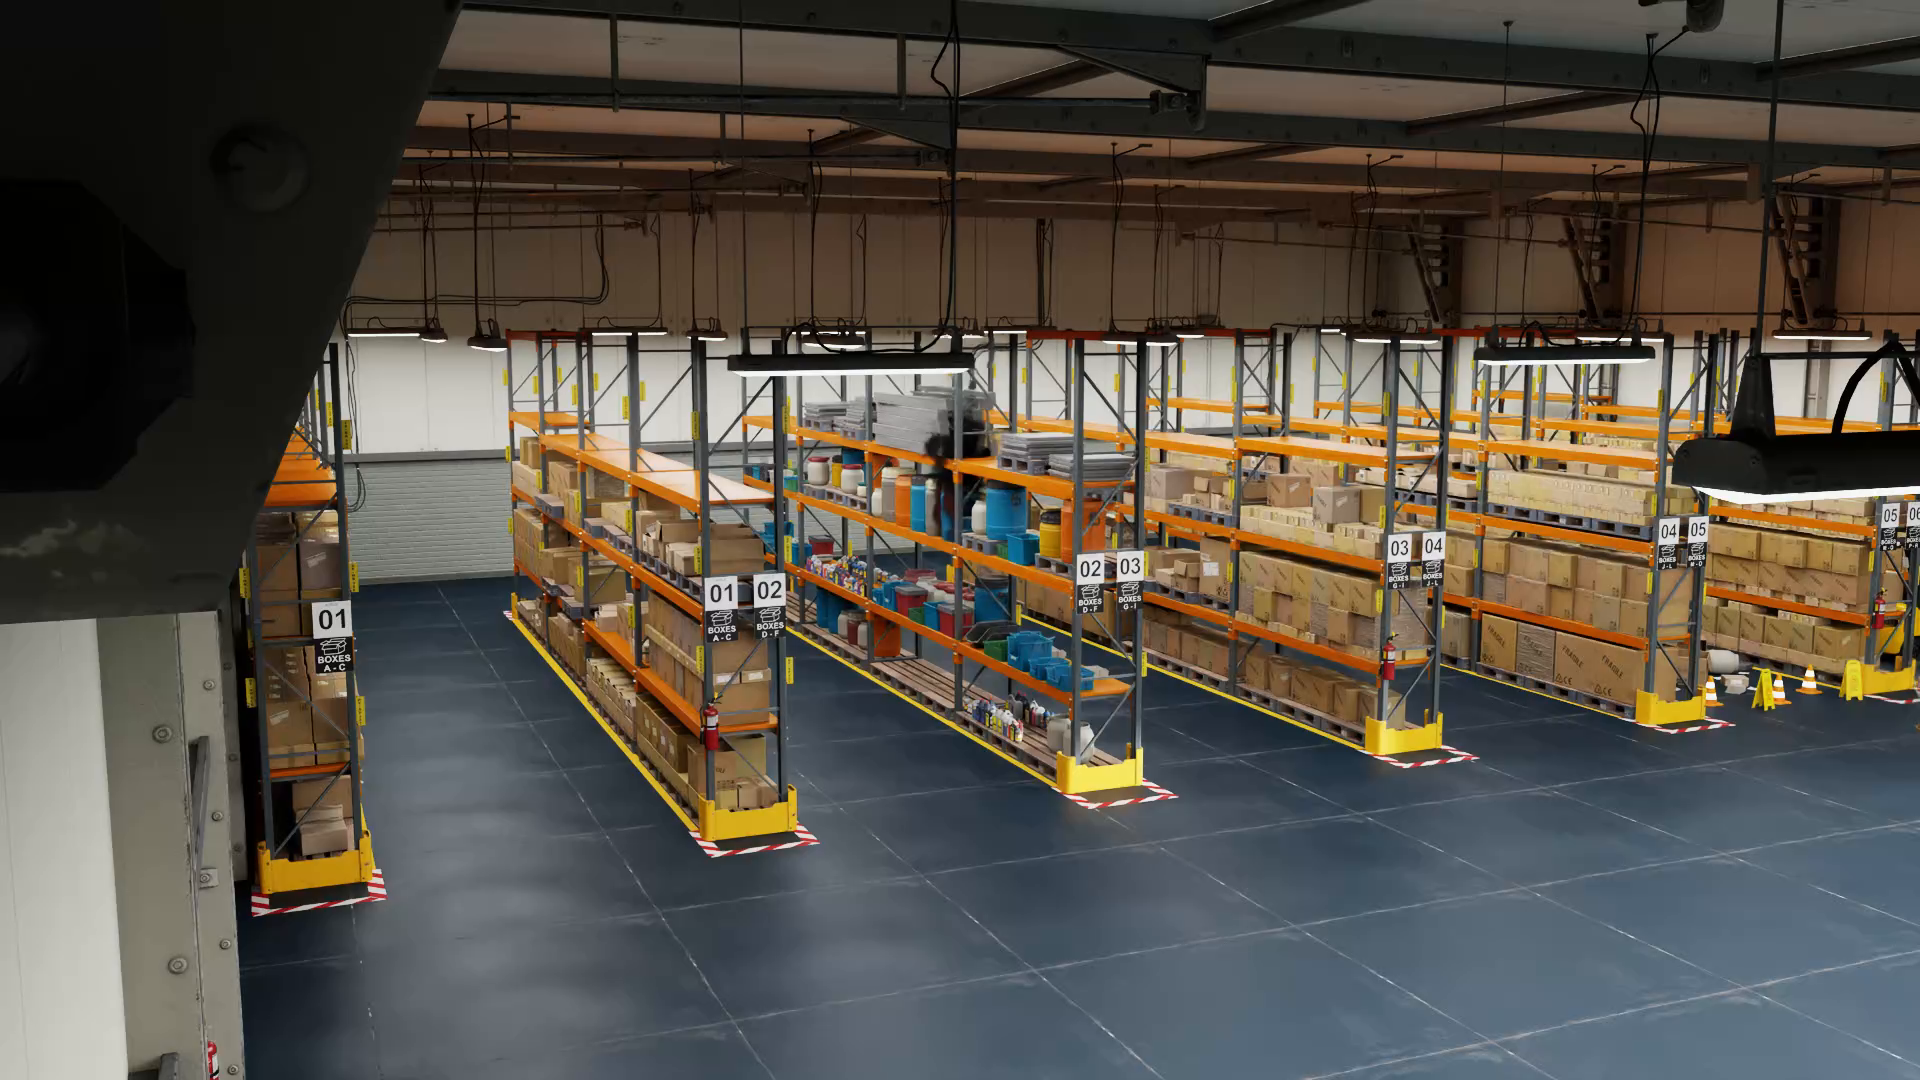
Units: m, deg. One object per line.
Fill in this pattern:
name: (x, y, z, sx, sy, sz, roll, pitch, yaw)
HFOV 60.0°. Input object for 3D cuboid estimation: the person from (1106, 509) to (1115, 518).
person: (3.562, -0.112, 41.254, 0.668, 1.642, 0.877, 7, 10, 42)
